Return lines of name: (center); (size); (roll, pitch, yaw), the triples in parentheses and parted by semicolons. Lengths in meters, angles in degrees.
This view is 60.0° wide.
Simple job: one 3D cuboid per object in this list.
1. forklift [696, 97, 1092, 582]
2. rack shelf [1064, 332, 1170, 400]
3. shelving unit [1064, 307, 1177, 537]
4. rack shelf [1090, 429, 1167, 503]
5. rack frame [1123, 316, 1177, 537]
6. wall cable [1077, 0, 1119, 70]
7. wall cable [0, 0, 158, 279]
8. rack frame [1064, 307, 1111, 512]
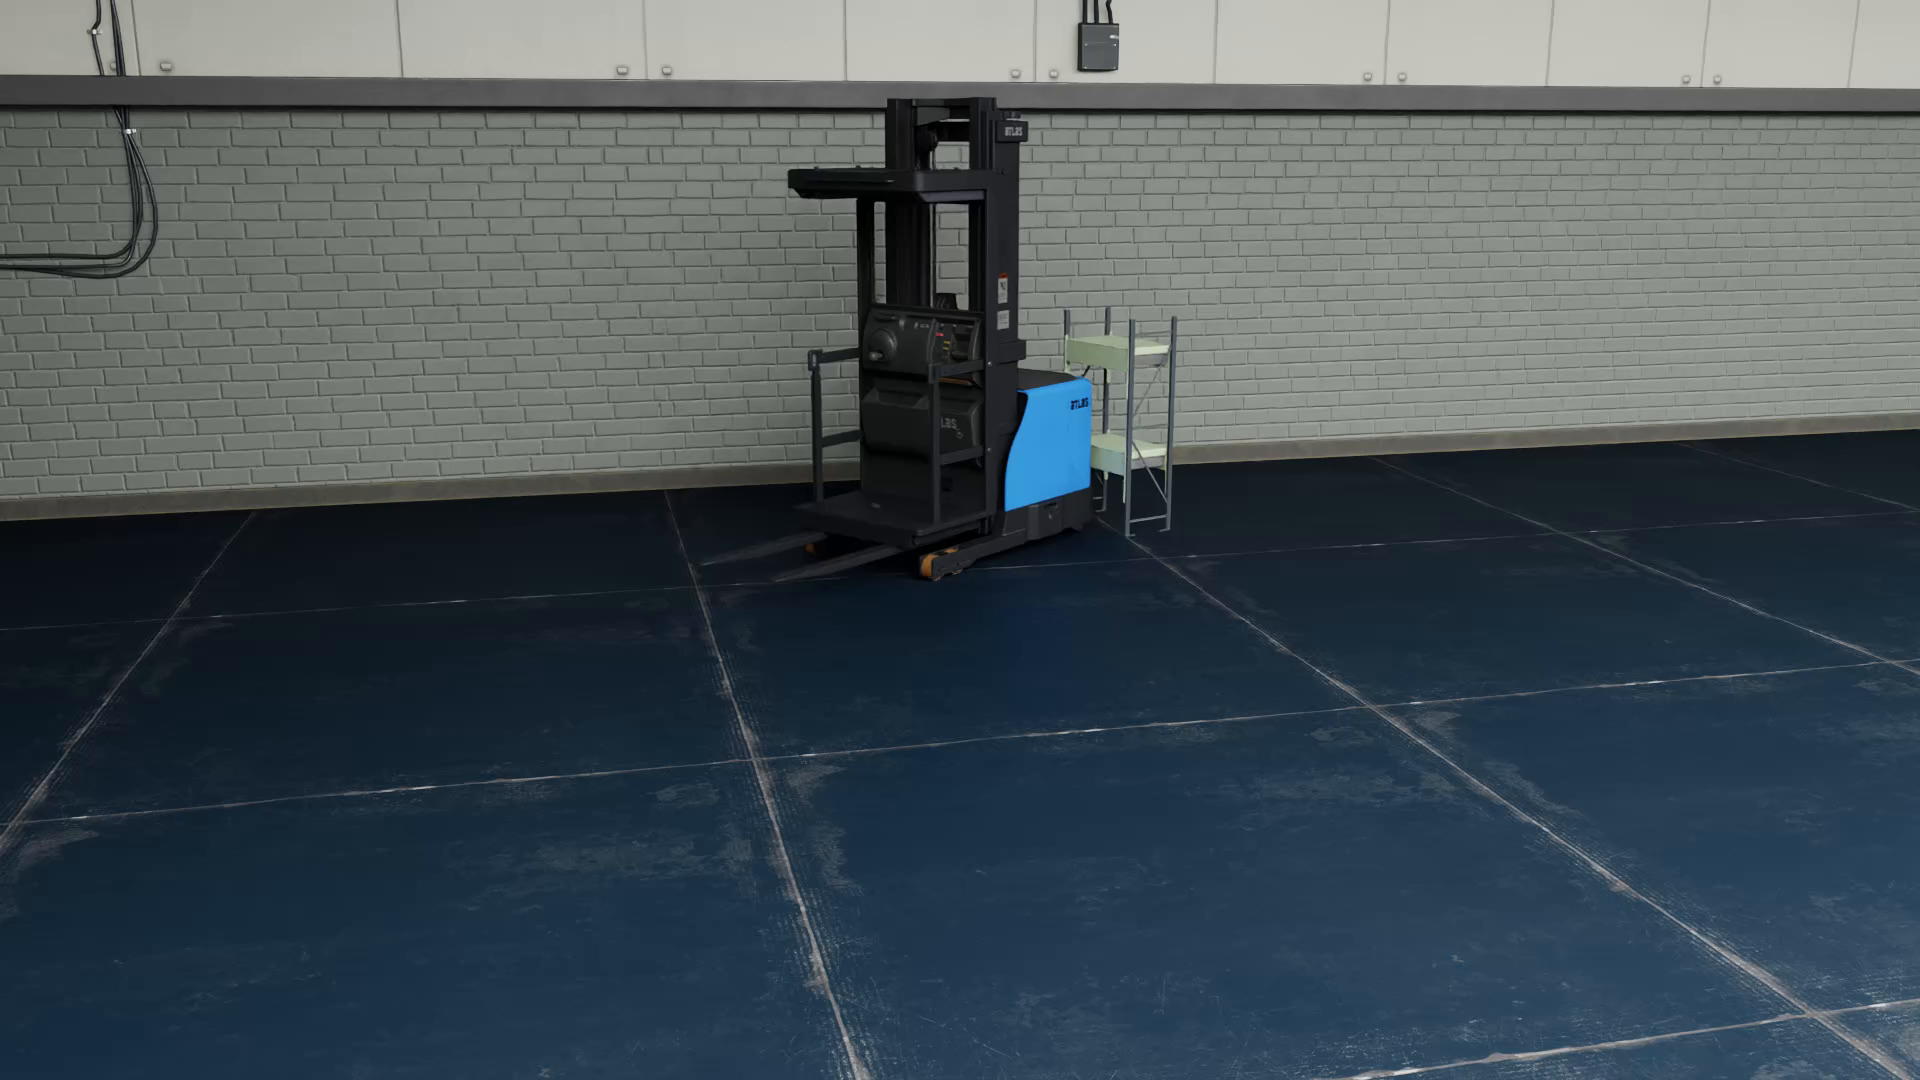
forklift: (-0.380, -1.301, 10.575); (1.130, 2.935, 3.031); (11, 17, 37)
rack shelf: (1.112, -1.229, 11.648); (0.431, 0.370, 0.720); (-8, 16, -32)
shelving unit: (1.110, -0.849, 11.740); (0.431, 1.500, 0.755); (-8, 16, -32)
rack shelf: (1.109, -0.533, 11.816); (0.431, 0.370, 0.720); (-8, 16, -32)
rack frame: (1.309, -0.776, 11.441); (0.400, 1.500, 0.023); (-8, 16, -32)
wall cable: (2.061, -6.663, 12.571); (2.305, 6.003, 0.169); (-3, 14, -13)
wall cable: (-7.171, -2.977, 11.192); (3.097, 2.526, 0.112); (-3, 14, -13)
rack frame: (0.911, -0.922, 12.038); (0.400, 1.500, 0.023); (-8, 16, -32)
